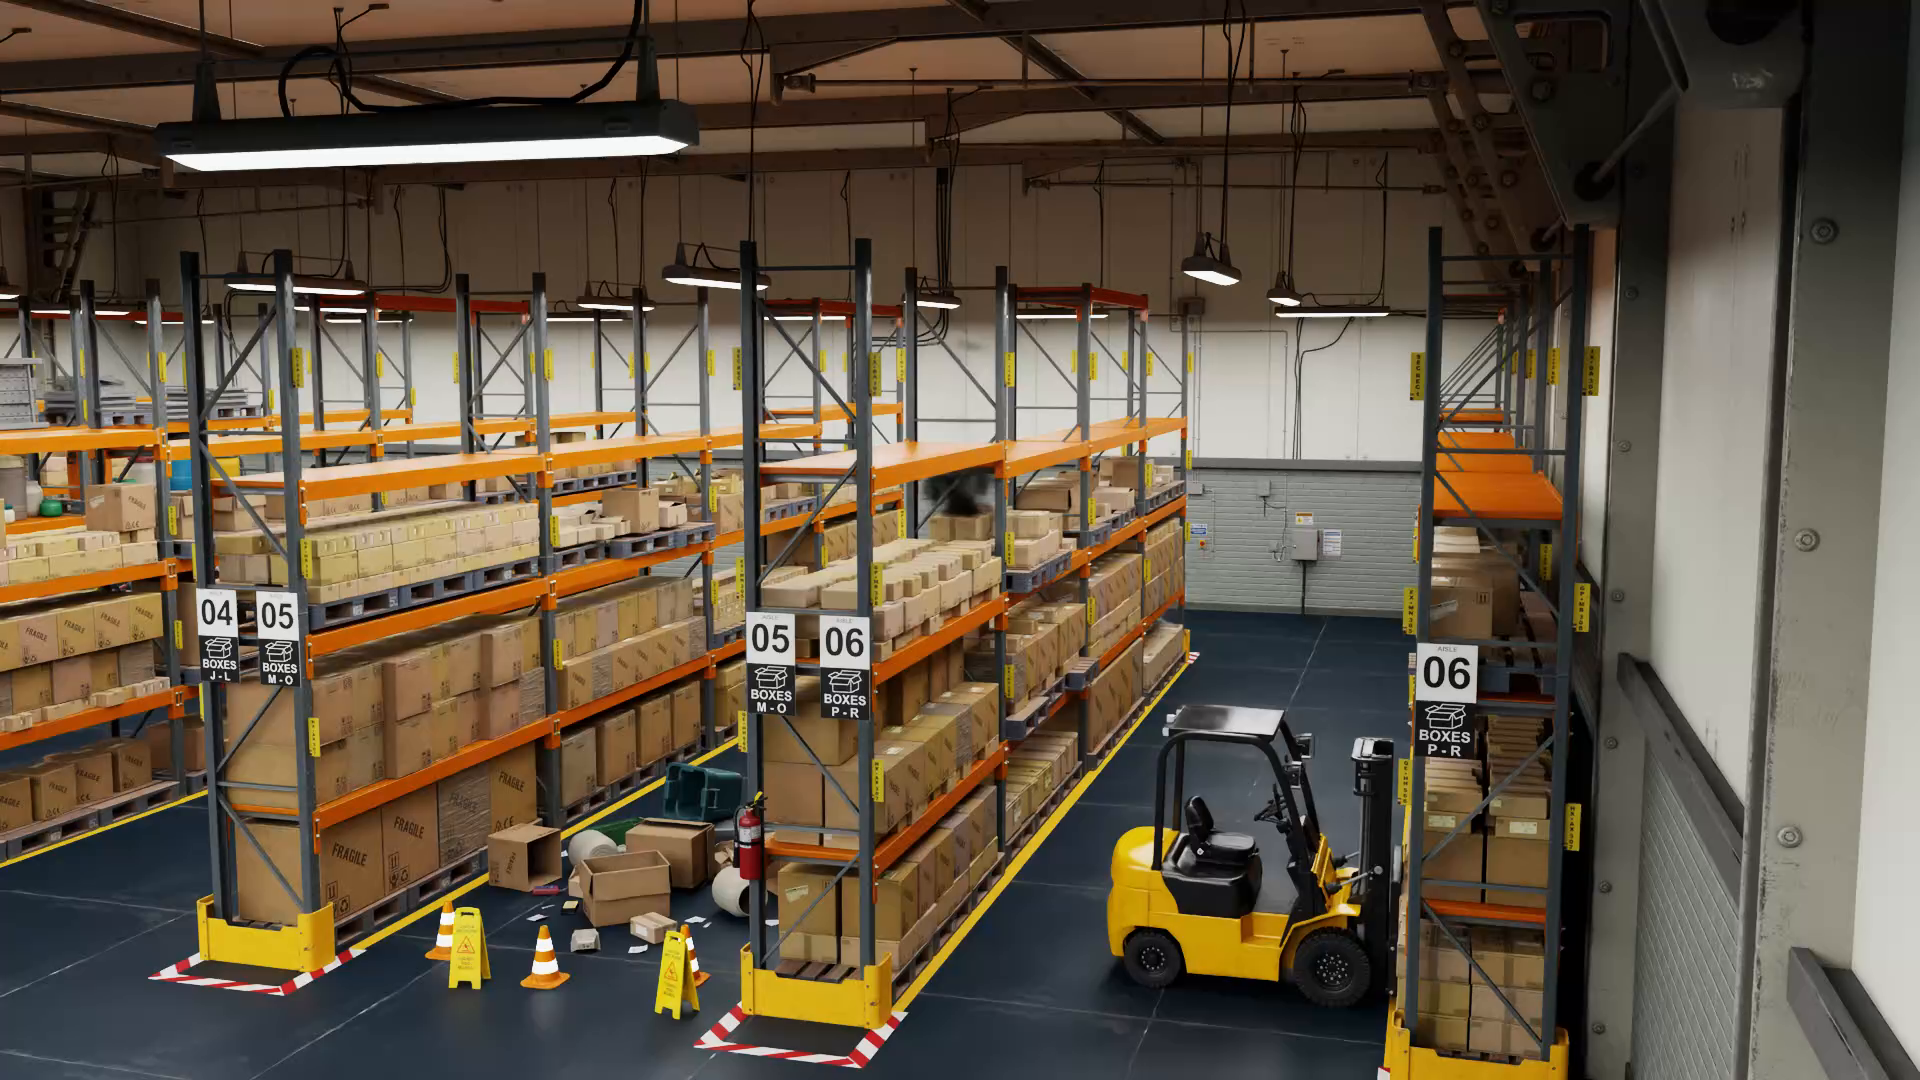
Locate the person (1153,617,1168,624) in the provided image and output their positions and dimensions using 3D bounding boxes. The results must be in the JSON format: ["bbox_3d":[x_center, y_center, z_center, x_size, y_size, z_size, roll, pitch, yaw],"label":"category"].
[{"bbox_3d":[3.419,1.011,29.463,0.914,1.779,0.678,6,8,41],"label":"person"}]
